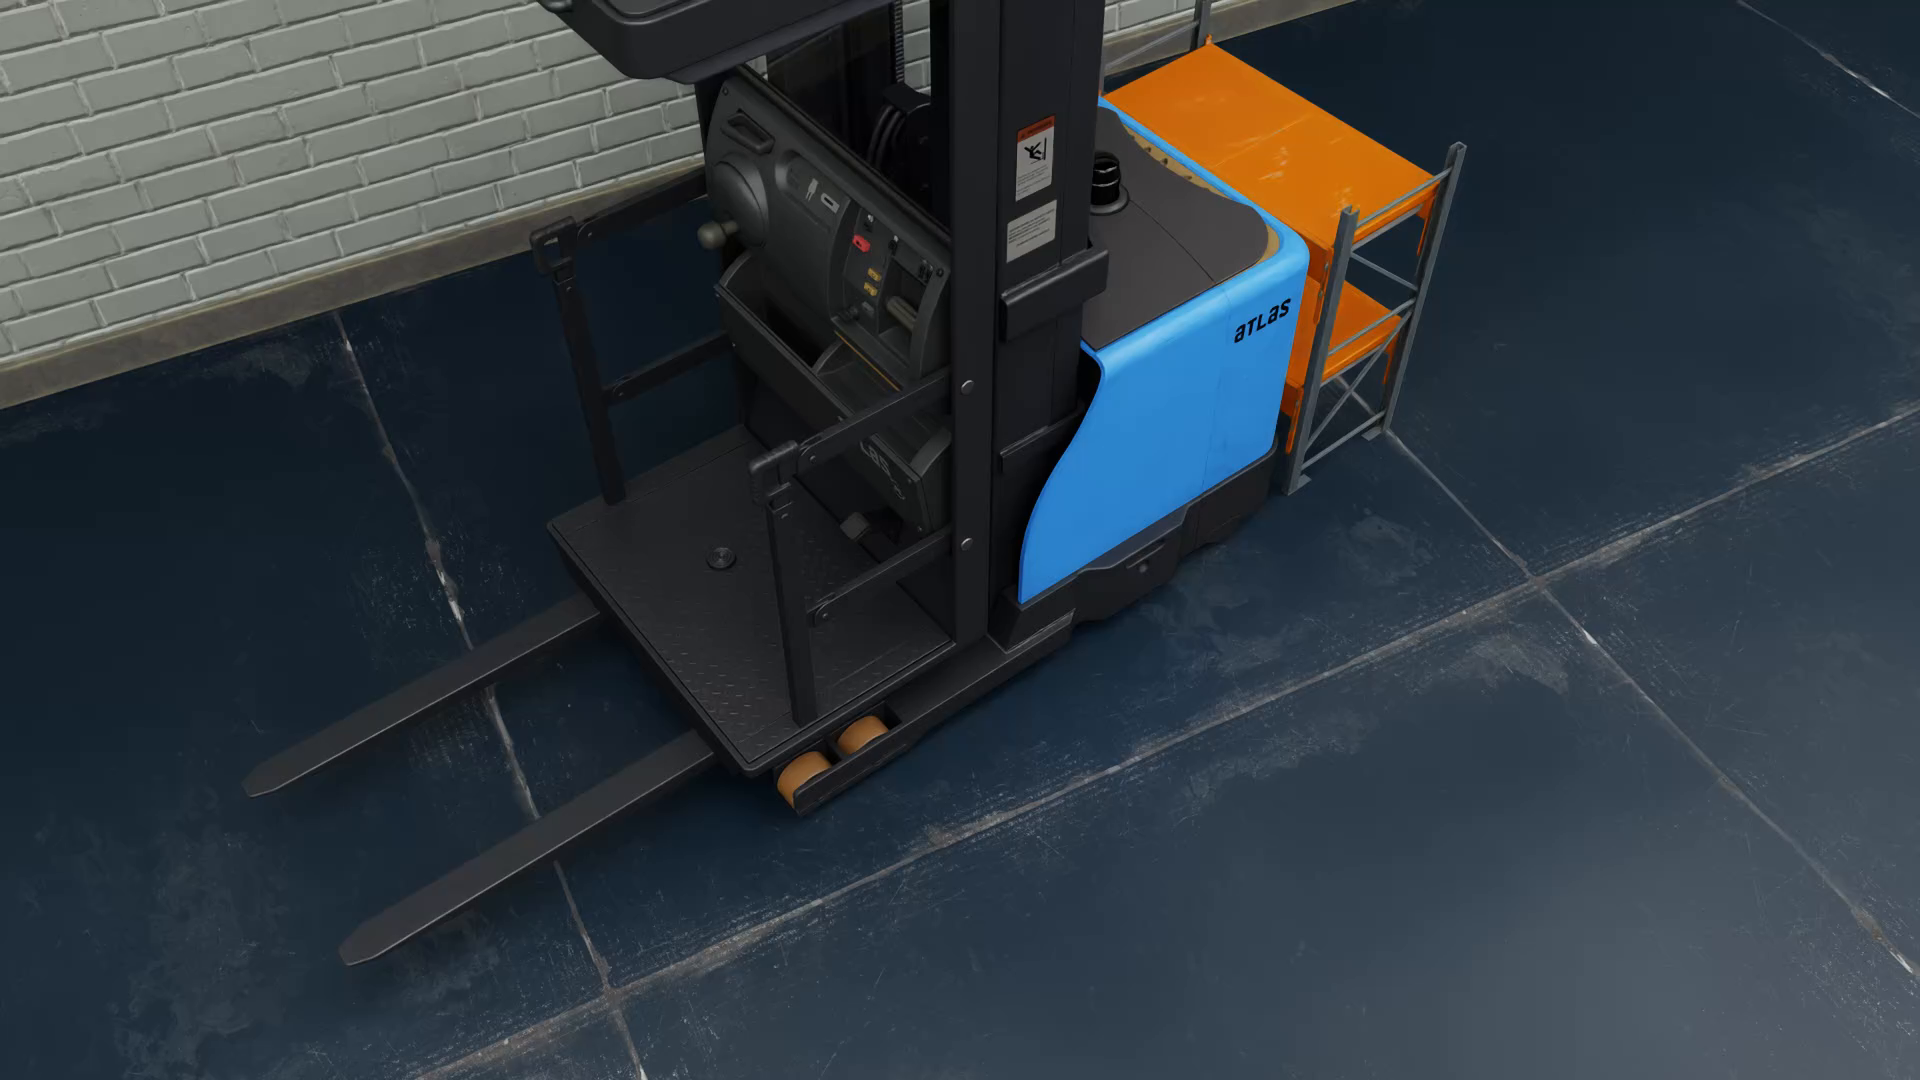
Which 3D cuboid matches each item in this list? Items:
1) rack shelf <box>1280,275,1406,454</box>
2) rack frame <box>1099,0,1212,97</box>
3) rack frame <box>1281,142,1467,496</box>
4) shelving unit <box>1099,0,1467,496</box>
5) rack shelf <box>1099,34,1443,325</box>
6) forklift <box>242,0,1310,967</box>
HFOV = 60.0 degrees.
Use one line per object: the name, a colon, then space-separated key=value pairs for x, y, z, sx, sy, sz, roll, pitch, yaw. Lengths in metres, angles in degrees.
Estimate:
rack shelf: x=0.918 y=-0.774 z=5.503 sx=0.538 sy=0.278 sz=1.000 roll=-32 pitch=56 yaw=-25
rack frame: x=0.594 y=-1.230 z=5.577 sx=0.500 sy=1.125 sz=0.032 roll=-32 pitch=56 yaw=-25
rack frame: x=1.242 y=-0.640 z=5.062 sx=0.500 sy=1.125 sz=0.032 roll=-32 pitch=56 yaw=-25
shelving unit: x=0.918 y=-0.935 z=5.320 sx=0.538 sy=1.125 sz=1.048 roll=-32 pitch=56 yaw=-25
rack shelf: x=0.919 y=-1.128 z=5.100 sx=0.538 sy=0.278 sz=1.000 roll=-32 pitch=56 yaw=-25
forklift: x=-0.499 y=-0.675 z=3.893 sx=3.031 sy=2.935 sz=1.130 roll=-30 pitch=55 yaw=-24
